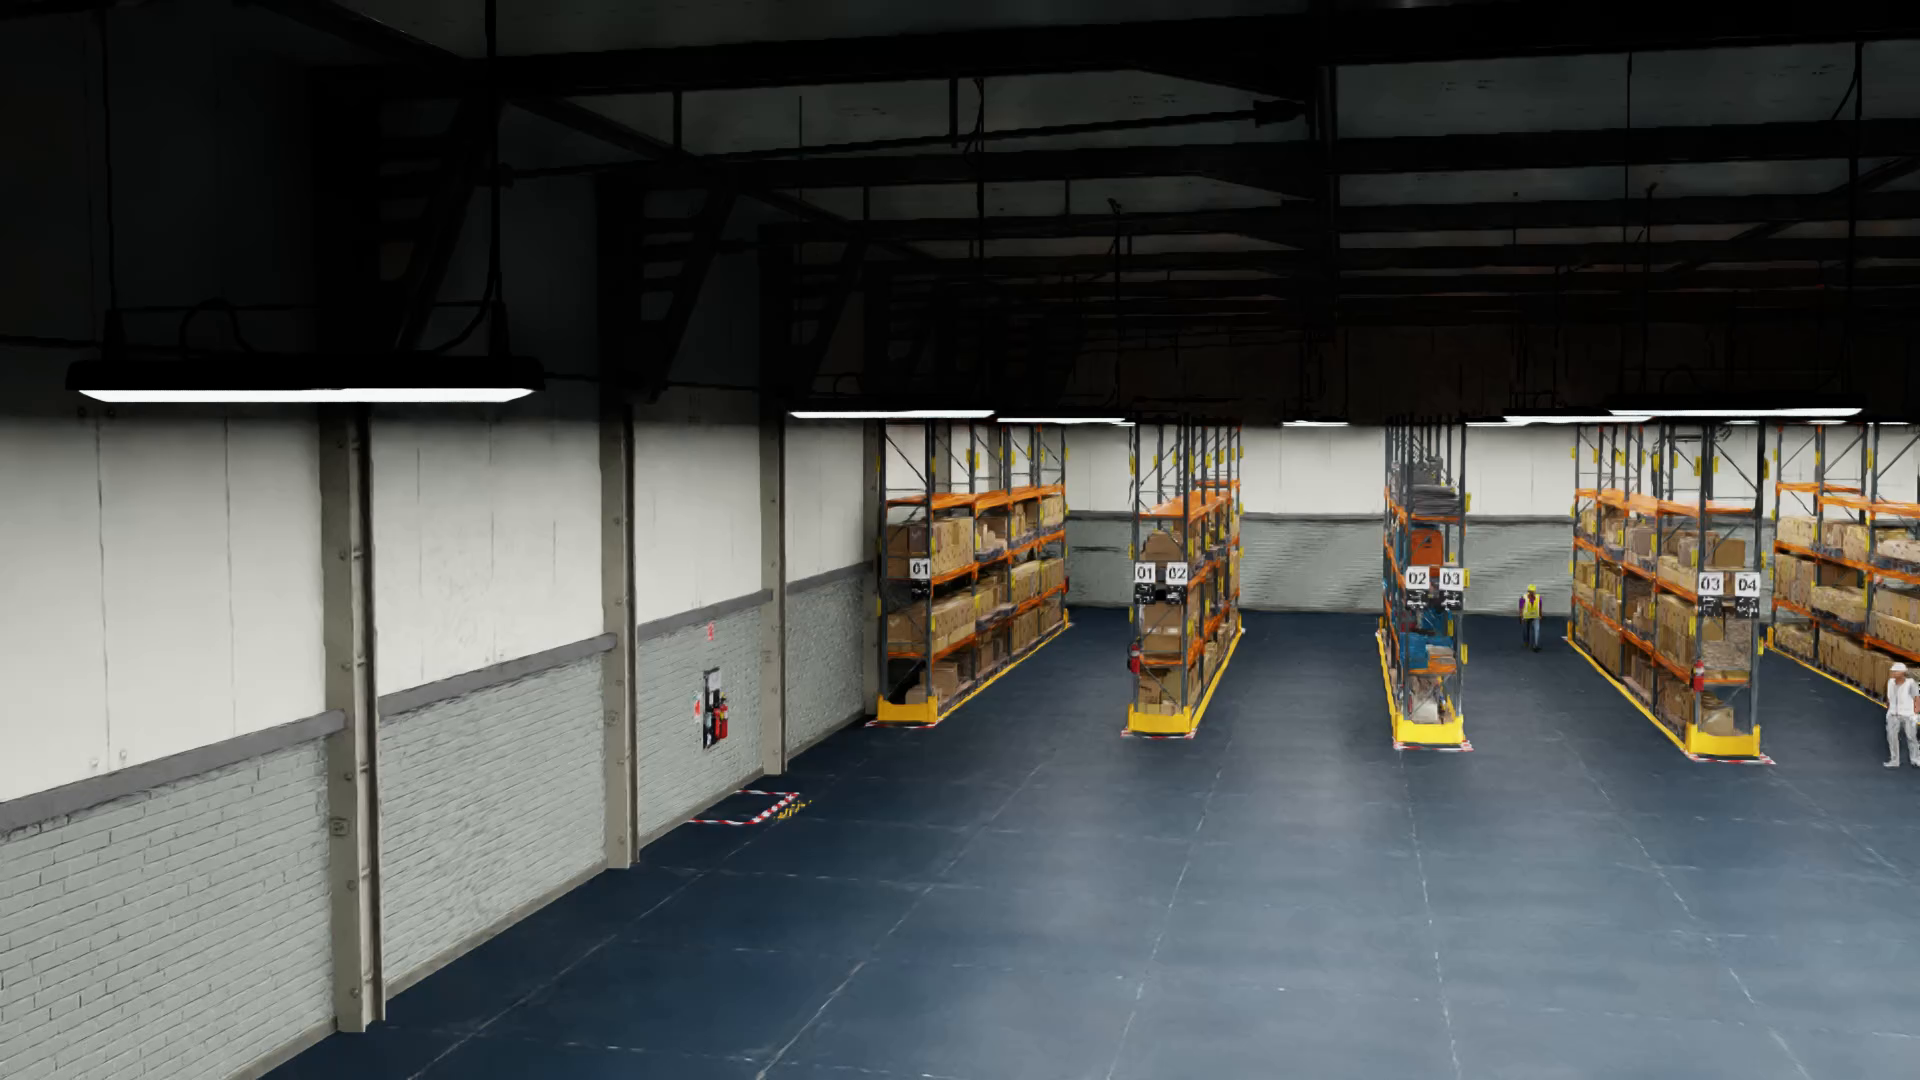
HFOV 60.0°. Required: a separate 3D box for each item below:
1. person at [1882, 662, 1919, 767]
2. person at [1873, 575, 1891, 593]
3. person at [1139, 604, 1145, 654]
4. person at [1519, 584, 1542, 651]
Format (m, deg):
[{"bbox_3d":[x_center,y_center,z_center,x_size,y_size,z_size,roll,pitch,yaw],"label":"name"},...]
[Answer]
[{"bbox_3d":[15.920,2.945,28.077,0.602,1.775,0.581,-2,4,-31],"label":"person"},{"bbox_3d":[25.054,1.798,45.214,0.507,1.707,0.580,-2,4,-22],"label":"person"},{"bbox_3d":[4.608,2.034,42.012,0.459,1.677,0.524,4,5,43],"label":"person"},{"bbox_3d":[14.690,1.972,42.817,0.577,1.690,1.121,1,4,15],"label":"person"}]
